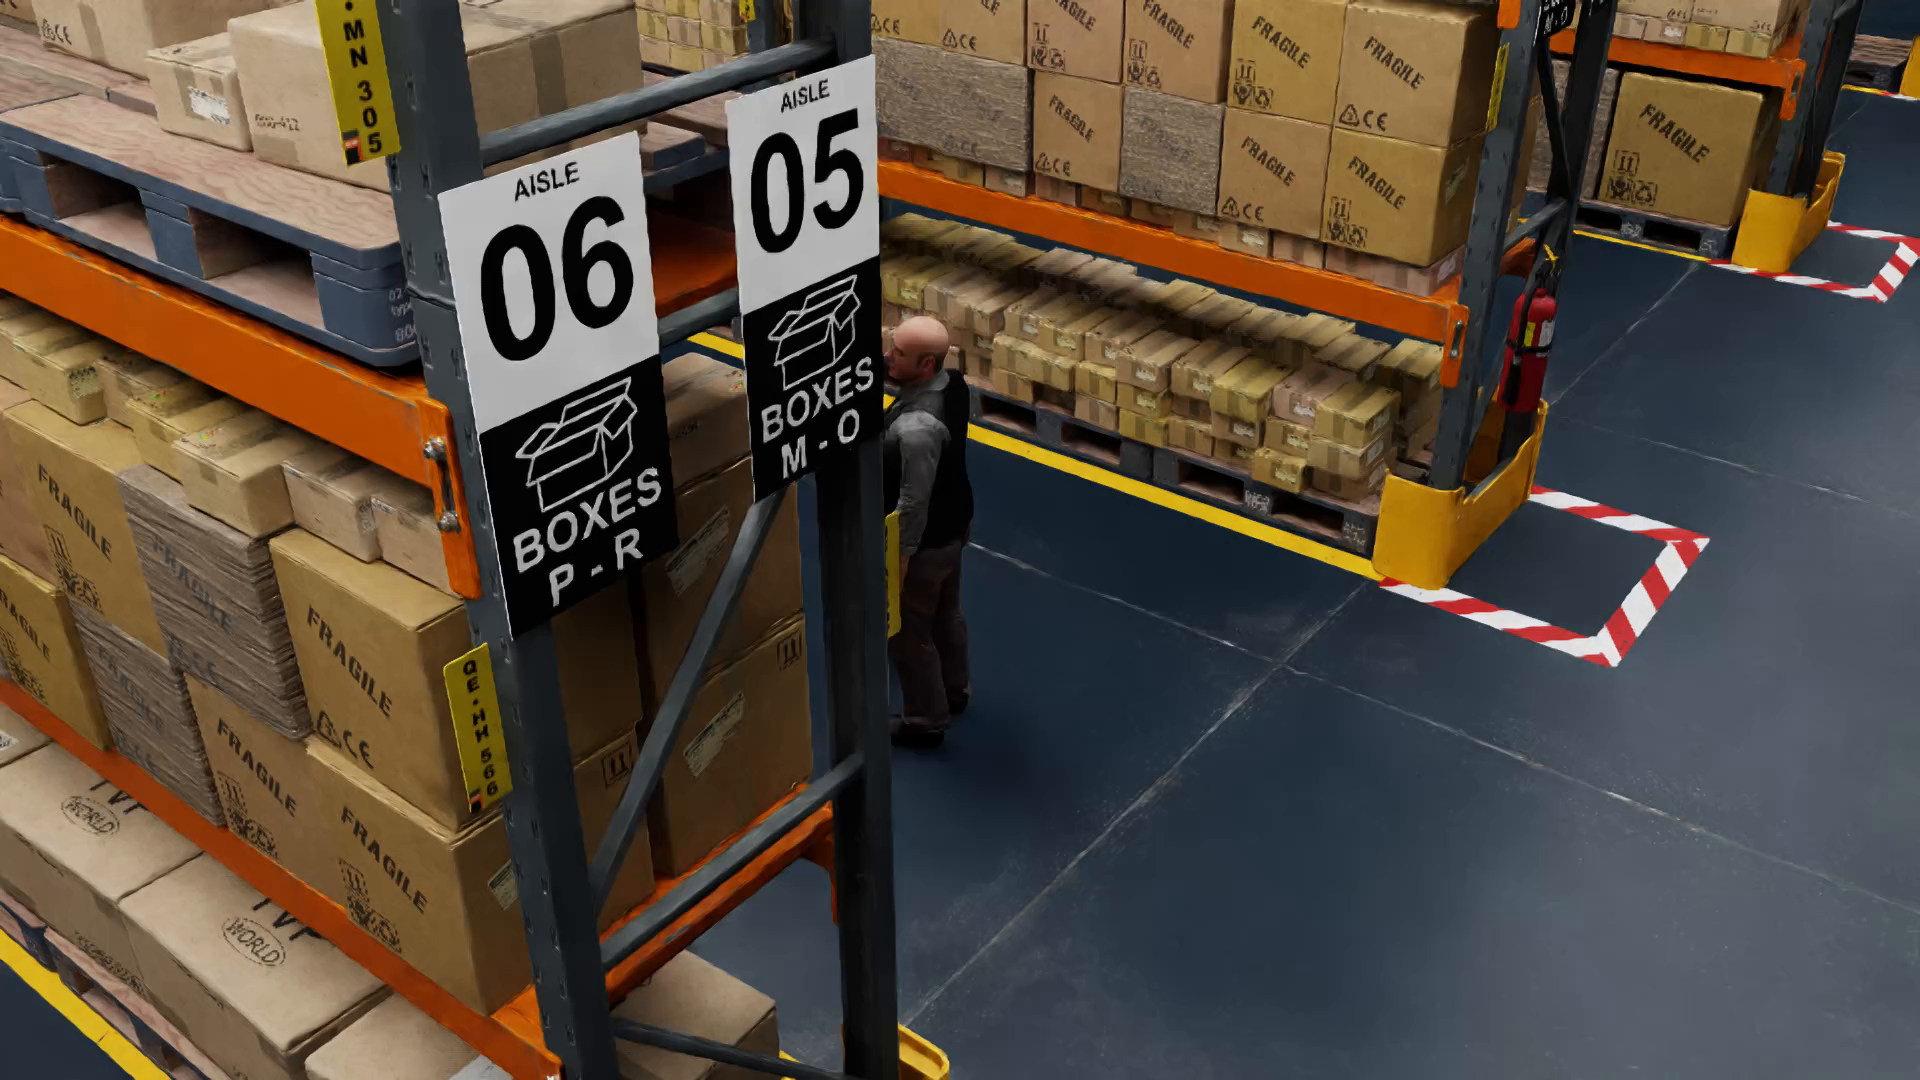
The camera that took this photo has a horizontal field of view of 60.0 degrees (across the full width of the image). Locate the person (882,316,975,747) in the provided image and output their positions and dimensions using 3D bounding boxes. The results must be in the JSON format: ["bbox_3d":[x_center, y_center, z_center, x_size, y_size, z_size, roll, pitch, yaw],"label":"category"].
[{"bbox_3d":[-0.144,-0.031,6.170,0.375,1.724,0.543,7,31,12],"label":"person"}]
